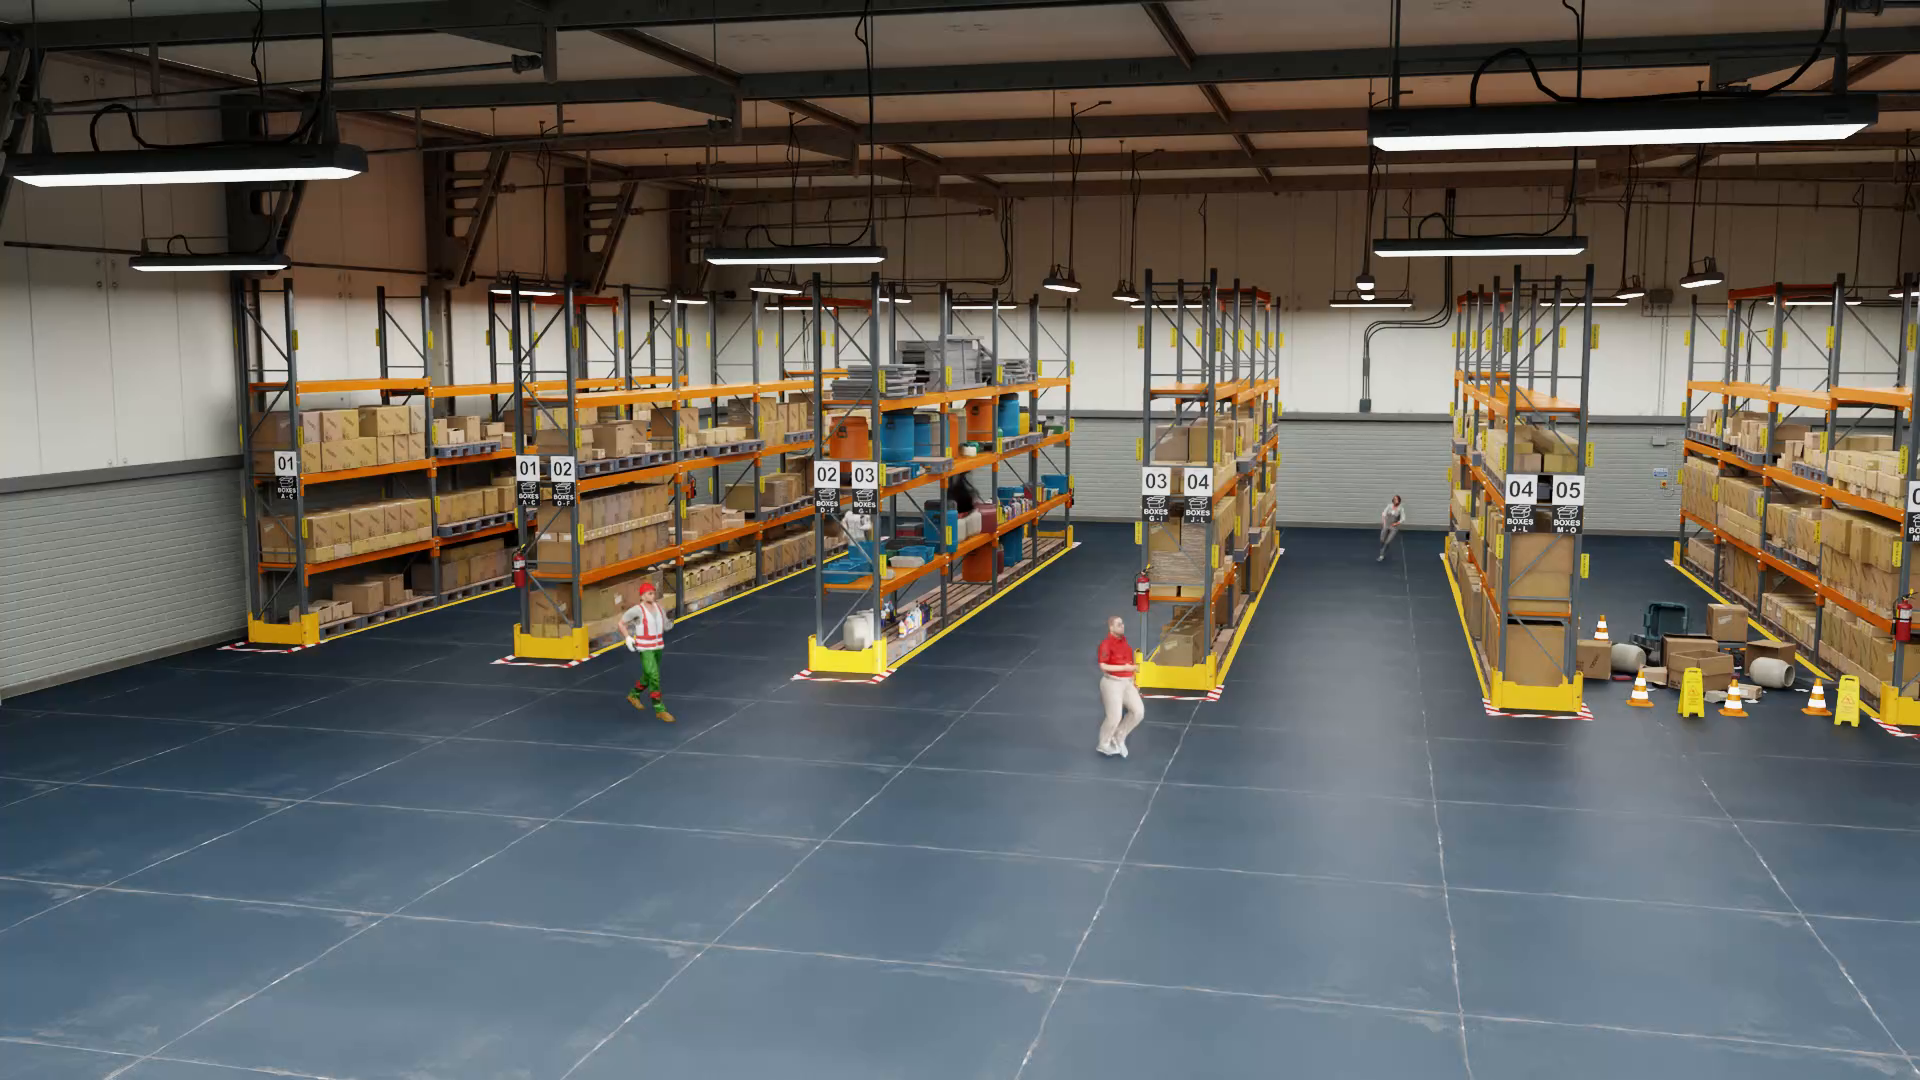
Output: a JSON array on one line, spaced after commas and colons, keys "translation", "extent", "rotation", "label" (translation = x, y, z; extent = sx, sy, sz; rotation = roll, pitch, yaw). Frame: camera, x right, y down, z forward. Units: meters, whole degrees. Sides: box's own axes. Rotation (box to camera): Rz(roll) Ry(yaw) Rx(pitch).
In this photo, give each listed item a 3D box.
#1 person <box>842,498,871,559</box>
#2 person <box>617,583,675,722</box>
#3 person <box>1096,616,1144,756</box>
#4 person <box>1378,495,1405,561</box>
[{"translation": [-2.014, 0.022, 32.277], "extent": [0.578, 1.761, 0.658], "rotation": [0, 7, -1], "label": "person"}, {"translation": [-4.106, 1.452, 21.990], "extent": [0.983, 1.785, 0.658], "rotation": [5, 8, 34], "label": "person"}, {"translation": [1.942, 1.782, 19.964], "extent": [0.656, 1.730, 0.644], "rotation": [6, 9, 43], "label": "person"}, {"translation": [9.822, -0.271, 37.810], "extent": [0.595, 1.500, 0.550], "rotation": [4, 8, 28], "label": "person"}]
